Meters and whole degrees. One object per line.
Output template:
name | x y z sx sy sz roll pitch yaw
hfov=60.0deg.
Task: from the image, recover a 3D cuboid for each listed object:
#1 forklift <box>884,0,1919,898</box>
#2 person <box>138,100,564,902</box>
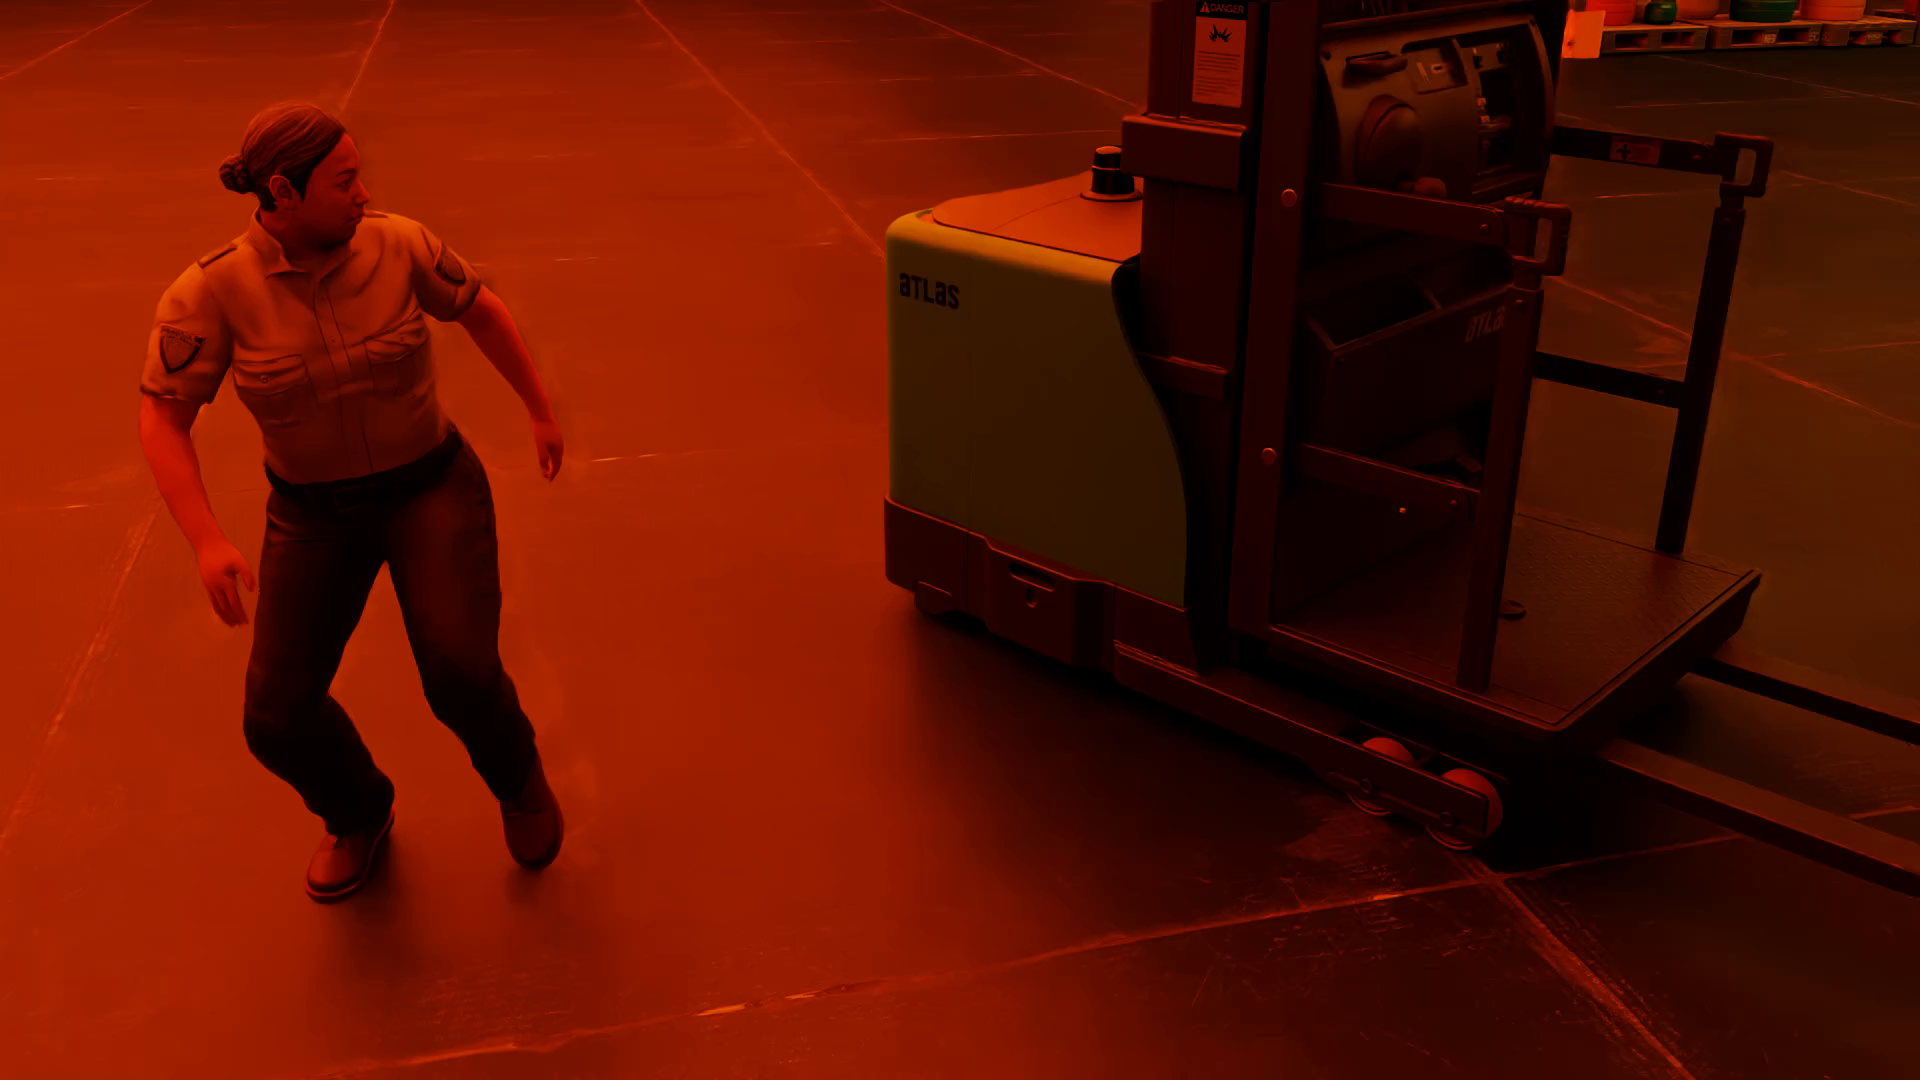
forklift | 1.203 -0.924 3.483 3.031 2.935 1.130 21 31 40
person | -1.122 -0.041 3.176 0.706 1.568 0.619 -4 23 -10
